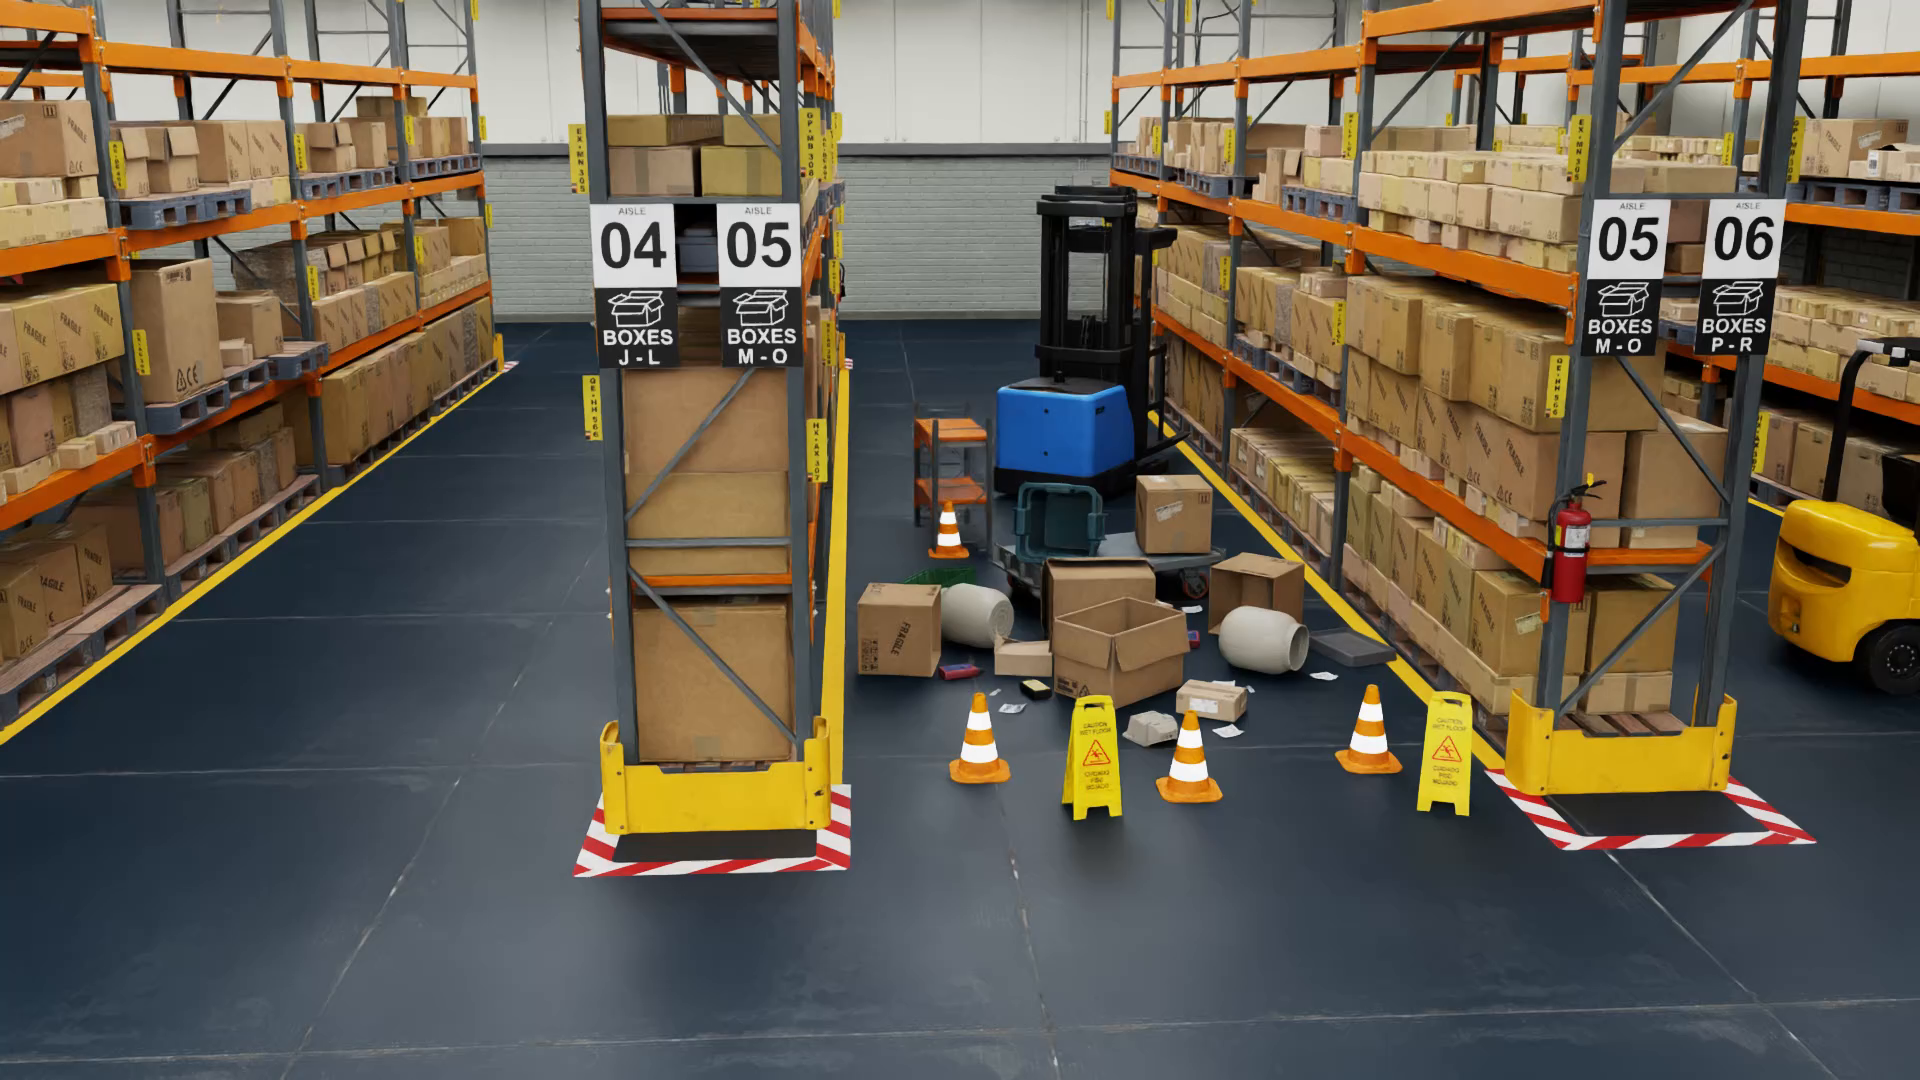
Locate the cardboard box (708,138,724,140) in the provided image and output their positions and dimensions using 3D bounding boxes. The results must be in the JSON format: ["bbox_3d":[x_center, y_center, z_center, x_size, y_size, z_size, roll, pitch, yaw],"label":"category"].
[{"bbox_3d":[-1.705,-2.379,10.394,0.500,0.250,0.500,-1,14,-4],"label":"cardboard box"}]

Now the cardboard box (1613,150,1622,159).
[{"bbox_3d":[7.566,-4.334,18.792,0.380,0.149,0.250,-1,14,-2],"label":"cardboard box"}]

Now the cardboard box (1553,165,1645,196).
[{"bbox_3d":[3.346,-1.884,8.712,0.380,0.149,0.250,-1,14,-3],"label":"cardboard box"}]

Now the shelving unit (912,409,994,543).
[{"bbox_3d":[-0.071,-0.568,14.431,0.538,0.981,1.030,-2,13,-10],"label":"shelving unit"}]

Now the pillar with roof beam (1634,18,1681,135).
[{"bbox_3d":[4.432,-6.175,20.466,9.100,9.000,0.400,-1,14,-3],"label":"pillar with roof beam"}]

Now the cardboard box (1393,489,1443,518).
[{"bbox_3d":[3.182,-0.253,11.359,0.380,0.149,0.250,0,14,0],"label":"cardboard box"}]

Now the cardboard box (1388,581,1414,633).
[{"bbox_3d":[3.260,0.462,11.386,0.500,0.250,0.500,-1,14,-4],"label":"cardboard box"}]

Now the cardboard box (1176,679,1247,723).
[{"bbox_3d":[1.564,0.999,10.344,0.380,0.149,0.250,7,16,26],"label":"cardboard box"}]

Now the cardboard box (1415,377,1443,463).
[{"bbox_3d":[3.286,-0.785,10.762,0.500,0.500,0.500,-1,14,-3],"label":"cardboard box"}]

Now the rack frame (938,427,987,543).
[{"bbox_3d":[0.021,-0.455,13.943,0.475,0.981,0.013,-2,13,-10],"label":"rack frame"}]

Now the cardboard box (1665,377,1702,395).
[{"bbox_3d":[7.788,-1.647,17.781,0.380,0.149,0.250,-2,15,-6],"label":"cardboard box"}]

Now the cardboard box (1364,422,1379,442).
[{"bbox_3d":[3.180,-0.815,12.177,0.380,0.149,0.250,0,14,-2],"label":"cardboard box"}]

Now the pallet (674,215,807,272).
[{"bbox_3d":[-1.329,-1.579,8.803,1.003,0.211,1.213,-1,14,-3],"label":"pallet"}]

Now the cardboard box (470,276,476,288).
[{"bbox_3d":[-6.823,-3.518,22.686,0.387,0.149,0.261,-1,14,-4],"label":"cardboard box"}]

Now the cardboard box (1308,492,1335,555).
[{"bbox_3d":[3.379,-0.143,13.492,0.950,0.372,0.625,-1,14,-3],"label":"cardboard box"}]

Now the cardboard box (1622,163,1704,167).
[{"bbox_3d":[3.812,-1.958,9.001,0.380,0.149,0.250,-1,14,-4],"label":"cardboard box"}]

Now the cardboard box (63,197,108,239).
[{"bbox_3d":[-6.189,-2.199,11.336,0.500,0.250,0.500,0,14,-1],"label":"cardboard box"}]

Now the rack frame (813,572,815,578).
[{"bbox_3d":[-1.524,-0.980,12.316,0.949,2.616,0.053,-1,14,-3],"label":"rack frame"}]

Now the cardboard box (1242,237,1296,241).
[{"bbox_3d":[3.322,-2.988,17.911,0.500,0.500,0.500,0,14,-2],"label":"cardboard box"}]

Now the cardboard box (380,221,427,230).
[{"bbox_3d":[-7.392,-3.971,22.139,0.500,0.500,0.500,-1,14,-5],"label":"cardboard box"}]

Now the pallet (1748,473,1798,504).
[{"bbox_3d":[8.132,-0.598,16.428,1.003,0.211,1.213,-1,14,-3],"label":"pallet"}]

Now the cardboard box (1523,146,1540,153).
[{"bbox_3d":[7.549,-4.918,21.306,0.500,0.250,0.500,-1,14,-5],"label":"cardboard box"}]

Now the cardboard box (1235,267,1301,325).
[{"bbox_3d":[2.963,-2.357,16.026,0.500,0.500,0.500,-1,14,-5],"label":"cardboard box"}]

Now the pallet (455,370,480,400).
[{"bbox_3d":[-7.021,-2.062,22.118,1.003,0.211,1.213,-1,14,-3],"label":"pallet"}]

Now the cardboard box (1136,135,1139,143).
[{"bbox_3d":[2.788,-5.587,23.460,0.500,0.250,0.500,-2,15,-9],"label":"cardboard box"}]

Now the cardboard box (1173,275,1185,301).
[{"bbox_3d":[2.729,-2.872,18.966,0.500,0.250,0.500,-1,14,-3],"label":"cardboard box"}]

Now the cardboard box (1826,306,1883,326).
[{"bbox_3d":[7.922,-1.985,14.720,0.380,0.149,0.250,-1,14,-5],"label":"cardboard box"}]

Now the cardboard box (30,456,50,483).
[{"bbox_3d":[-6.143,-0.446,10.746,0.380,0.149,0.250,-1,14,-3],"label":"cardboard box"}]

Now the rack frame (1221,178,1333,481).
[{"bbox_3d":[3.166,-2.076,16.577,1.000,3.000,0.127,-1,14,-3],"label":"rack frame"}]

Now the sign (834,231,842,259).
[{"bbox_3d":[-1.463,-3.540,19.941,0.100,0.325,0.005,-1,14,-3],"label":"sign"}]

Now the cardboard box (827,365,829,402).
[{"bbox_3d":[-1.345,-1.413,13.799,0.500,0.500,0.500,-1,14,-4],"label":"cardboard box"}]

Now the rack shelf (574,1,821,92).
[{"bbox_3d":[-1.397,-2.846,9.775,1.077,0.370,4.000,-1,14,-3],"label":"rack shelf"}]

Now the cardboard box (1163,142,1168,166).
[{"bbox_3d":[2.600,-4.532,19.529,0.396,0.266,0.258,-1,14,-4],"label":"cardboard box"}]

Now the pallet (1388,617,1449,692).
[{"bbox_3d":[3.569,0.739,11.229,1.003,0.211,1.213,-1,14,-3],"label":"pallet"}]

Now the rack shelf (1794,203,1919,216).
[{"bbox_3d":[8.244,-2.856,14.637,0.919,0.124,3.809,-1,14,-3],"label":"rack shelf"}]

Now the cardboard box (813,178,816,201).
[{"bbox_3d":[-1.116,-2.225,10.594,0.380,0.149,0.250,-1,14,-3],"label":"cardboard box"}]

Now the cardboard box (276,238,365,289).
[{"bbox_3d":[-6.840,-2.969,17.830,0.797,0.503,0.637,0,14,-2],"label":"cardboard box"}]

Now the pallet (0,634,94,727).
[{"bbox_3d":[-6.322,0.892,10.634,1.003,0.211,1.213,-1,14,-3],"label":"pallet"}]

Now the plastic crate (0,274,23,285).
[{"bbox_3d":[-11.722,-3.128,20.414,0.402,0.464,0.583,-1,14,-3],"label":"plastic crate"}]

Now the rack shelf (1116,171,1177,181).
[{"bbox_3d":[2.794,-4.768,22.068,0.919,0.124,3.809,-1,14,-3],"label":"rack shelf"}]

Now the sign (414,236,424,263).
[{"bbox_3d":[-6.432,-3.451,19.756,0.100,0.325,0.005,-1,14,-3],"label":"sign"}]

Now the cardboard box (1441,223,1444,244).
[{"bbox_3d":[3.283,-1.947,10.559,0.380,0.149,0.250,-1,14,-3],"label":"cardboard box"}]

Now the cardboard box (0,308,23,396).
[{"bbox_3d":[-6.085,-1.125,10.073,0.500,0.500,0.500,-1,14,-3],"label":"cardboard box"}]

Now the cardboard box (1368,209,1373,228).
[{"bbox_3d":[3.511,-2.014,10.818,0.858,0.149,2.833,-1,14,-4],"label":"cardboard box"}]

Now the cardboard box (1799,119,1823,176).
[{"bbox_3d":[8.052,-3.599,15.231,0.700,0.500,0.500,-1,14,-5],"label":"cardboard box"}]

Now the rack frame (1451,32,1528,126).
[{"bbox_3d":[7.624,-7.049,23.864,1.000,3.000,0.127,-1,14,-3],"label":"rack frame"}]

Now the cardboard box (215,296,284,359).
[{"bbox_3d":[-6.517,-1.904,14.864,0.700,0.500,0.500,1,14,5],"label":"cardboard box"}]

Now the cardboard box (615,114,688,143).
[{"bbox_3d":[-1.680,-2.223,8.987,0.380,0.149,0.250,-1,14,-2],"label":"cardboard box"}]

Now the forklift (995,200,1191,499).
[{"bbox_3d":[1.493,-2.044,16.766,1.129,2.843,3.031,8,16,28],"label":"forklift"}]

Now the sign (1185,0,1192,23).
[{"bbox_3d":[3.213,-7.467,23.455,0.100,0.325,0.005,-1,14,-3],"label":"sign"}]

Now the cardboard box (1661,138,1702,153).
[{"bbox_3d":[7.741,-4.212,17.762,0.380,0.149,0.250,-1,14,-5],"label":"cardboard box"}]

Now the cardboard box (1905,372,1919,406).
[{"bbox_3d":[8.075,-1.208,13.502,0.500,0.250,0.500,-1,14,-2],"label":"cardboard box"}]

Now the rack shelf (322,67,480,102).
[{"bbox_3d":[-7.097,-5.779,21.174,1.077,0.370,4.000,-1,14,-3],"label":"rack shelf"}]

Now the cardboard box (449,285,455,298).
[{"bbox_3d":[-6.740,-3.198,21.439,0.380,0.149,0.250,-1,14,-3],"label":"cardboard box"}]

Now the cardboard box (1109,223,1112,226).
[{"bbox_3d":[2.416,-4.475,23.692,0.500,0.500,0.500,-1,14,-5],"label":"cardboard box"}]

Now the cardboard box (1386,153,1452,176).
[{"bbox_3d":[3.160,-2.585,11.439,0.380,0.149,0.250,-1,14,-5],"label":"cardboard box"}]
